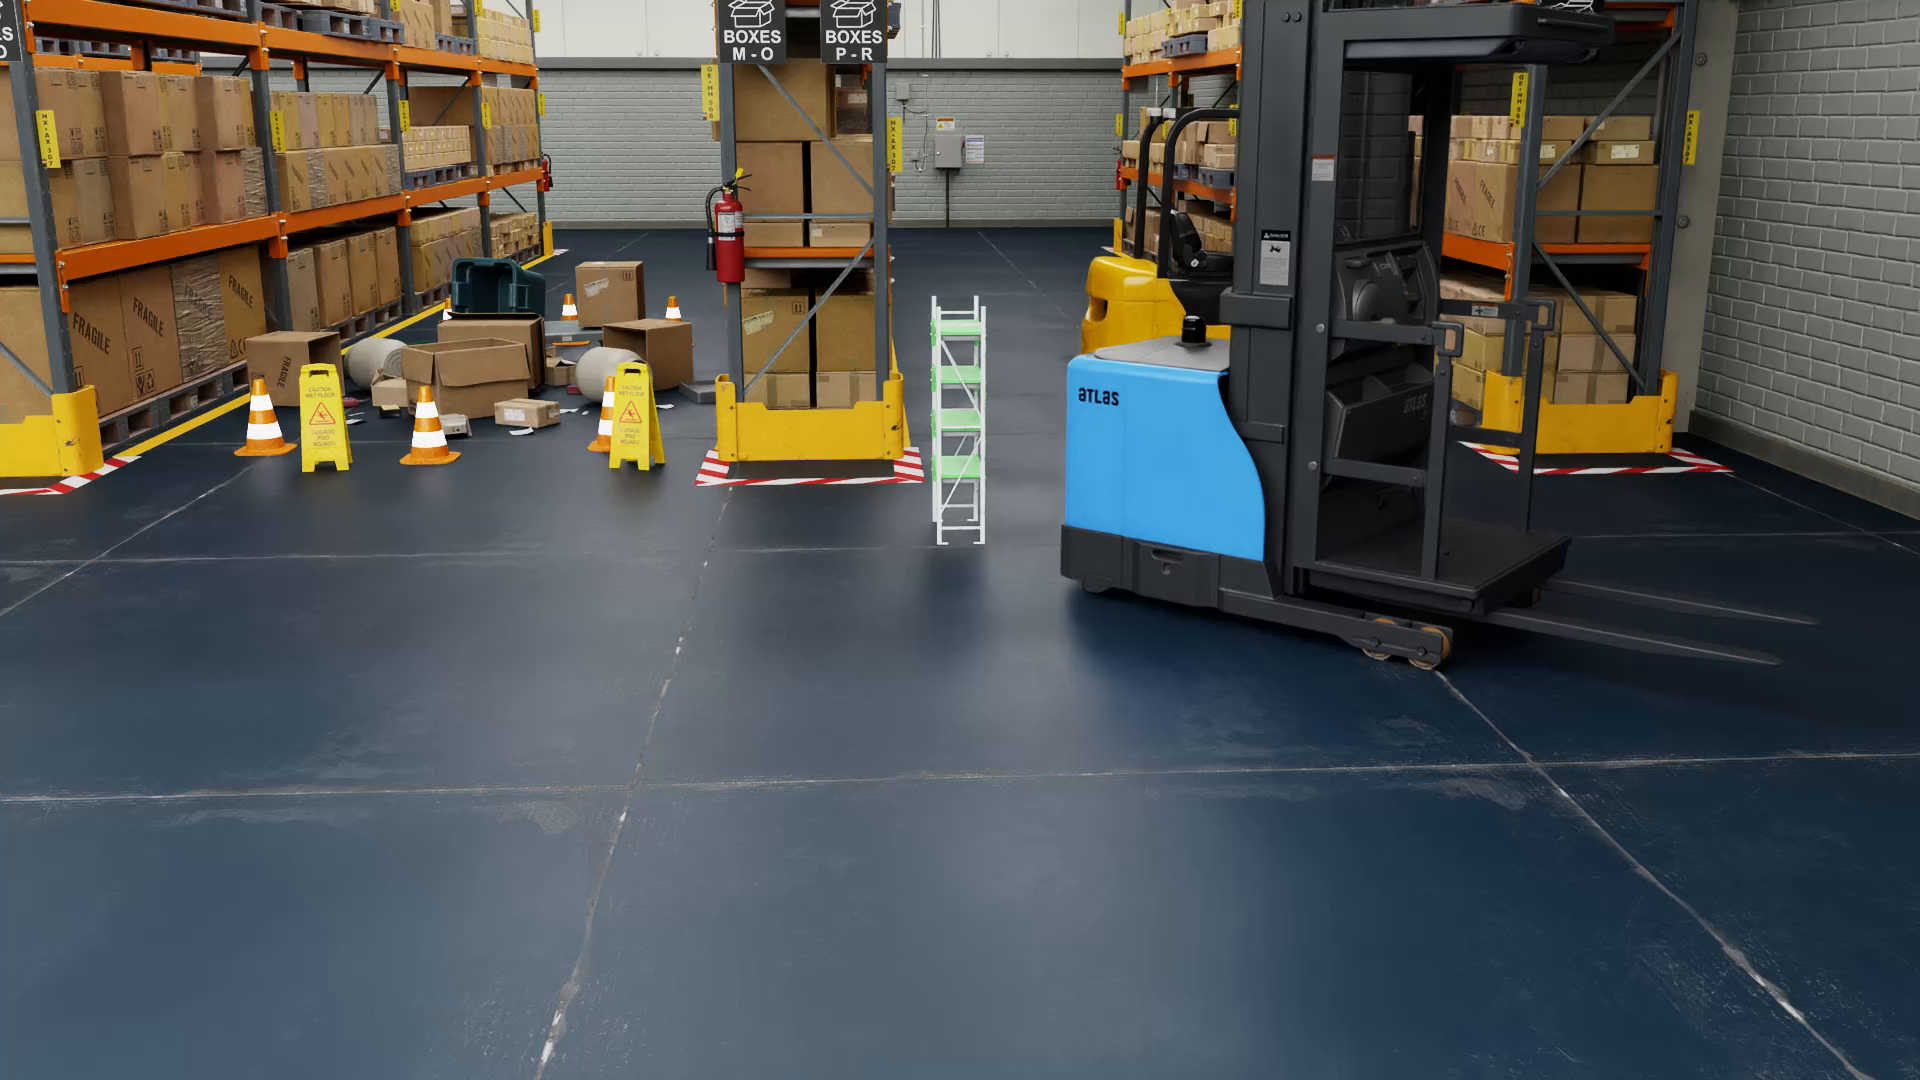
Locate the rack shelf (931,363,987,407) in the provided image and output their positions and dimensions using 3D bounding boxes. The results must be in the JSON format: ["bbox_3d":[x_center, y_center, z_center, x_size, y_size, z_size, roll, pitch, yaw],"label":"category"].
[{"bbox_3d":[-0.010,-0.793,8.493,0.258,0.148,0.480,-1,14,-3],"label":"rack shelf"}]

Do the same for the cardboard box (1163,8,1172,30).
[{"bbox_3d":[2.994,-6.928,22.114,0.500,0.250,0.500,-1,14,-3],"label":"cardboard box"}]

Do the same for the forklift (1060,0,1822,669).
[{"bbox_3d":[1.932,-1.059,6.760,3.031,2.935,1.130,11,18,37],"label":"forklift"}]

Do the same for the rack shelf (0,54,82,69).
[{"bbox_3d":[-11.455,-5.416,18.982,1.077,0.370,4.000,-1,14,-3],"label":"rack shelf"}]

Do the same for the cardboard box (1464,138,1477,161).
[{"bbox_3d":[3.704,-2.691,11.461,0.380,0.149,0.250,-1,14,-4],"label":"cardboard box"}]

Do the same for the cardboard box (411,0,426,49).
[{"bbox_3d":[-6.182,-5.638,18.198,0.500,0.500,0.500,-1,14,-3],"label":"cardboard box"}]

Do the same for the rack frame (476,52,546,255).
[{"bbox_3d":[-6.870,-5.856,25.266,1.000,3.000,0.127,-1,14,-3],"label":"rack frame"}]

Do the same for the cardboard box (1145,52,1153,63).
[{"bbox_3d":[2.824,-6.838,23.569,0.380,0.149,0.250,-1,14,-2],"label":"cardboard box"}]

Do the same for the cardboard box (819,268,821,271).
[{"bbox_3d":[-0.855,-1.938,13.211,0.500,0.500,0.500,-1,14,-2],"label":"cardboard box"}]

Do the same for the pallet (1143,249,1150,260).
[{"bbox_3d":[3.146,-4.164,24.289,1.003,0.211,1.213,-1,14,-3],"label":"pallet"}]

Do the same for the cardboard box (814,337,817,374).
[{"bbox_3d":[-1.345,-1.429,12.737,0.500,0.250,0.500,-1,14,-4],"label":"cardboard box"}]

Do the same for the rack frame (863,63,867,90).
[{"bbox_3d":[-1.440,-3.968,17.928,1.000,3.000,0.127,-1,14,-3],"label":"rack frame"}]

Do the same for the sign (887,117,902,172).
[{"bbox_3d":[-0.403,-2.406,10.120,0.100,0.325,0.005,-1,14,-3],"label":"sign"}]

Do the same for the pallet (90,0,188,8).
[{"bbox_3d":[-6.014,-3.775,11.336,1.003,0.211,1.213,-1,14,-3],"label":"pallet"}]

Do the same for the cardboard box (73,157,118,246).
[{"bbox_3d":[-6.003,-2.177,10.668,0.875,0.550,0.550,-1,14,-3],"label":"cardboard box"}]

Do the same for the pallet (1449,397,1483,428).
[{"bbox_3d":[3.920,-0.895,11.580,1.003,0.211,1.213,-1,14,-3],"label":"pallet"}]

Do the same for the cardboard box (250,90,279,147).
[{"bbox_3d":[-6.163,-3.527,14.009,0.700,0.500,0.500,-1,14,-4],"label":"cardboard box"}]

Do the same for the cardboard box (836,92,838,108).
[{"bbox_3d":[-1.039,-4.074,15.398,0.380,0.149,0.250,0,14,0],"label":"cardboard box"}]

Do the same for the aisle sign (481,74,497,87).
[{"bbox_3d":[-7.174,-7.128,24.994,0.394,0.787,0.004,-1,14,-3],"label":"aisle sign"}]

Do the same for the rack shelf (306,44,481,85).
[{"bbox_3d":[-6.498,-5.468,19.182,1.077,0.370,4.000,-1,14,-3],"label":"rack shelf"}]

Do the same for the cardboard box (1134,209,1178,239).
[{"bbox_3d":[2.975,-4.661,24.796,0.700,0.500,0.500,0,14,-1],"label":"cardboard box"}]

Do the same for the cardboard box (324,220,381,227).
[{"bbox_3d":[-6.679,-3.388,18.344,0.500,0.250,0.500,-1,14,-5],"label":"cardboard box"}]

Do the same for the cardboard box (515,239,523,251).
[{"bbox_3d":[-6.478,-4.229,23.823,0.380,0.149,0.250,-1,14,-2],"label":"cardboard box"}]

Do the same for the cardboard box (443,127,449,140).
[{"bbox_3d":[-6.343,-4.876,19.927,0.380,0.149,0.250,-1,14,-5],"label":"cardboard box"}]

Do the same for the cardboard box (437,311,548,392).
[{"bbox_3d":[-3.646,-1.465,12.938,0.797,0.637,0.503,-1,14,-3],"label":"cardboard box"}]

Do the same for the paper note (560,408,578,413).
[{"bbox_3d":[-2.893,-0.953,12.191,0.148,0.019,0.142,4,15,16],"label":"paper note"}]

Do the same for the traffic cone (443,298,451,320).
[{"bbox_3d":[-4.703,-2.000,15.370,0.336,0.463,0.334,-1,14,-3],"label":"traffic cone"}]

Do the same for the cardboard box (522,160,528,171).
[{"bbox_3d":[-6.520,-5.470,24.269,0.380,0.149,0.250,0,14,-2],"label":"cardboard box"}]

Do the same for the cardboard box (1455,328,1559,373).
[{"bbox_3d":[3.667,-1.286,11.176,0.500,0.250,0.500,-1,14,-4],"label":"cardboard box"}]

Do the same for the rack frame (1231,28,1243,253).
[{"bbox_3d":[3.514,-4.045,18.229,1.000,3.000,0.127,-1,14,-3],"label":"rack frame"}]

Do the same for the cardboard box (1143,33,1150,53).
[{"bbox_3d":[2.899,-7.063,23.640,0.500,0.250,0.500,-1,14,-4],"label":"cardboard box"}]

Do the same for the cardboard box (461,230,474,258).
[{"bbox_3d":[-6.294,-3.546,20.462,0.500,0.500,0.500,-1,14,-5],"label":"cardboard box"}]

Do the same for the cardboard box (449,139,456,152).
[{"bbox_3d":[-6.349,-4.796,20.210,0.380,0.149,0.250,-1,14,-5],"label":"cardboard box"}]

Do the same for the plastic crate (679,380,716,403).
[{"bbox_3d":[-1.914,-1.156,12.858,0.402,0.080,0.583,-6,16,-23],"label":"plastic crate"}]

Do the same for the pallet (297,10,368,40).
[{"bbox_3d":[-6.209,-4.790,15.483,1.003,0.211,1.213,0,14,-1],"label":"pallet"}]

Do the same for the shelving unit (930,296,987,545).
[{"bbox_3d":[-0.010,-0.622,8.537,0.258,1.200,0.503,-1,14,-3],"label":"shelving unit"}]

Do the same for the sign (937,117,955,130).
[{"bbox_3d":[-0.271,-7.806,31.188,0.339,0.242,0.001,-1,14,-3],"label":"sign"}]

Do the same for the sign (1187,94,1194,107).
[{"bbox_3d":[3.573,-6.752,25.792,0.100,0.325,0.005,-1,14,-3],"label":"sign"}]

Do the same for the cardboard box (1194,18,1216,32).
[{"bbox_3d":[3.008,-6.161,19.891,0.380,0.149,0.250,-1,14,-2],"label":"cardboard box"}]

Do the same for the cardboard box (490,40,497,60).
[{"bbox_3d":[-6.428,-6.485,21.991,0.500,0.250,0.500,-1,14,-4],"label":"cardboard box"}]

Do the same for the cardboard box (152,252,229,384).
[{"bbox_3d":[-6.098,-1.664,12.396,0.875,0.875,0.875,-1,14,-3],"label":"cardboard box"}]

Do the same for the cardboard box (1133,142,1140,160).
[{"bbox_3d":[2.843,-5.738,24.512,0.500,0.250,0.500,-1,14,-4],"label":"cardboard box"}]

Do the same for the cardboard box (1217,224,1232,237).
[{"bbox_3d":[3.210,-3.605,19.389,0.380,0.149,0.250,-1,14,-5],"label":"cardboard box"}]

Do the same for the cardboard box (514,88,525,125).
[{"bbox_3d":[-6.521,-6.167,23.672,0.500,0.500,0.500,0,14,-1],"label":"cardboard box"}]

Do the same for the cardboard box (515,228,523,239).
[{"bbox_3d":[-6.476,-4.374,23.788,0.380,0.149,0.250,0,14,-1],"label":"cardboard box"}]

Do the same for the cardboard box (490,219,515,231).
[{"bbox_3d":[-6.508,-4.450,23.486,0.380,0.149,0.250,-1,14,-3],"label":"cardboard box"}]

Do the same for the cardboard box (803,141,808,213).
[{"bbox_3d":[-1.280,-2.426,11.138,0.500,0.500,0.500,-1,14,-3],"label":"cardboard box"}]

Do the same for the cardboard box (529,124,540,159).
[{"bbox_3d":[-6.585,-5.940,24.797,0.500,0.500,0.500,-1,14,-2],"label":"cardboard box"}]

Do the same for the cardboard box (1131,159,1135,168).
[{"bbox_3d":[2.827,-5.765,25.416,0.380,0.149,0.250,-1,14,-2],"label":"cardboard box"}]

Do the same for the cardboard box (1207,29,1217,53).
[{"bbox_3d":[3.177,-5.799,19.325,0.500,0.250,0.500,-1,14,-3],"label":"cardboard box"}]

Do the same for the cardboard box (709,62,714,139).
[{"bbox_3d":[-1.352,-3.030,11.478,0.700,0.500,0.500,-1,14,-4],"label":"cardboard box"}]

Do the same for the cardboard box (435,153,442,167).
[{"bbox_3d":[-6.300,-4.457,19.490,0.380,0.149,0.250,-1,14,-5],"label":"cardboard box"}]

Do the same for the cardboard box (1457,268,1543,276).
[{"bbox_3d":[4.089,-1.910,12.600,0.500,0.250,0.500,-1,14,-5],"label":"cardboard box"}]

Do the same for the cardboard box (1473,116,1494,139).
[{"bbox_3d":[3.687,-2.774,11.187,0.380,0.149,0.250,-1,14,-2],"label":"cardboard box"}]

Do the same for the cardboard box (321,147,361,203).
[{"bbox_3d":[-5.982,-3.431,15.641,0.500,0.500,0.500,-1,14,-3],"label":"cardboard box"}]
